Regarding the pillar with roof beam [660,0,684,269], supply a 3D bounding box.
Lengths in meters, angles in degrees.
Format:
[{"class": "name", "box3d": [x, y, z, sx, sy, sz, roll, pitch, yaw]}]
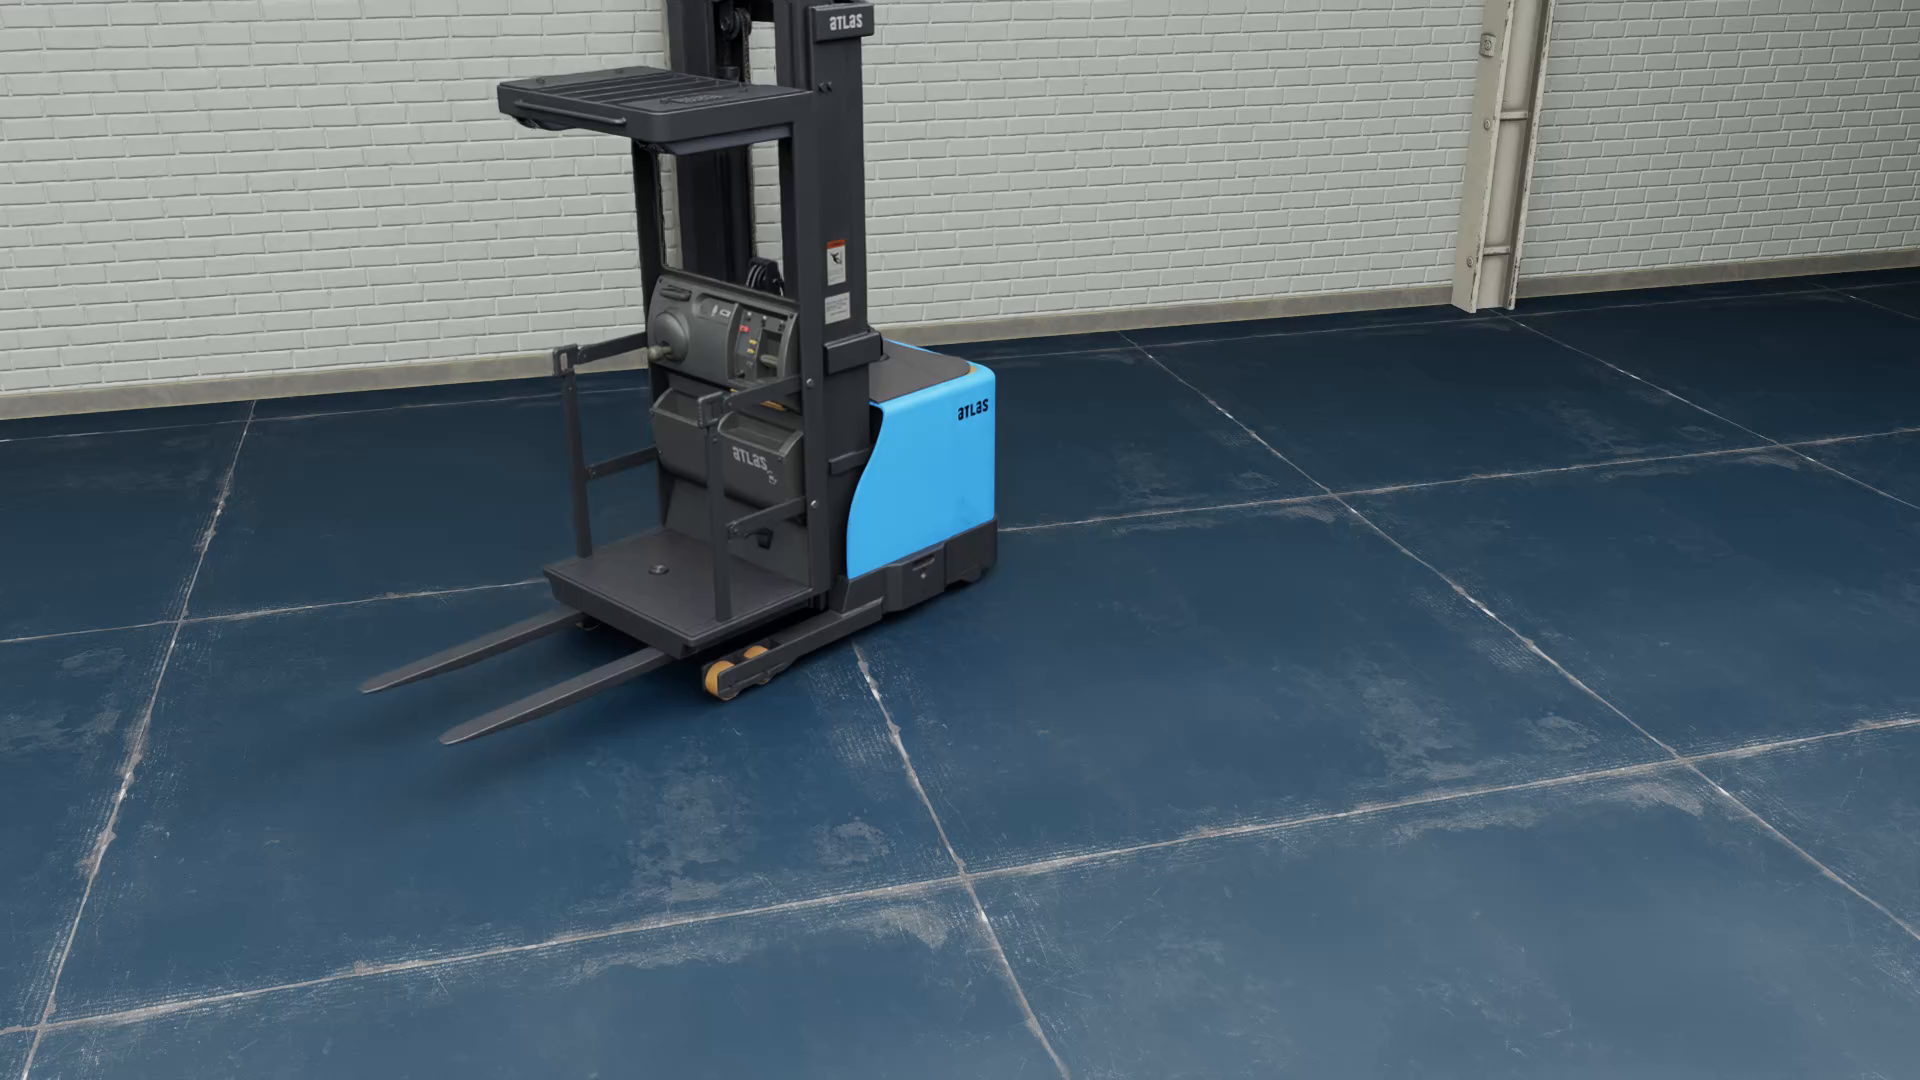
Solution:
[{"class": "pillar with roof beam", "box3d": [-0.528, -3.696, 5.951, 0.400, 9.000, 9.100, -6, 24, -14]}]

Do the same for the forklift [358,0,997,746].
[{"class": "forklift", "box3d": [-1.184, -0.886, 7.097, 1.130, 2.935, 3.031, 20, 30, 39]}]

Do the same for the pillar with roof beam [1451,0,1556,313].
[{"class": "pillar with roof beam", "box3d": [5.249, -4.335, 7.441, 0.400, 9.000, 9.100, -6, 24, -14]}]
